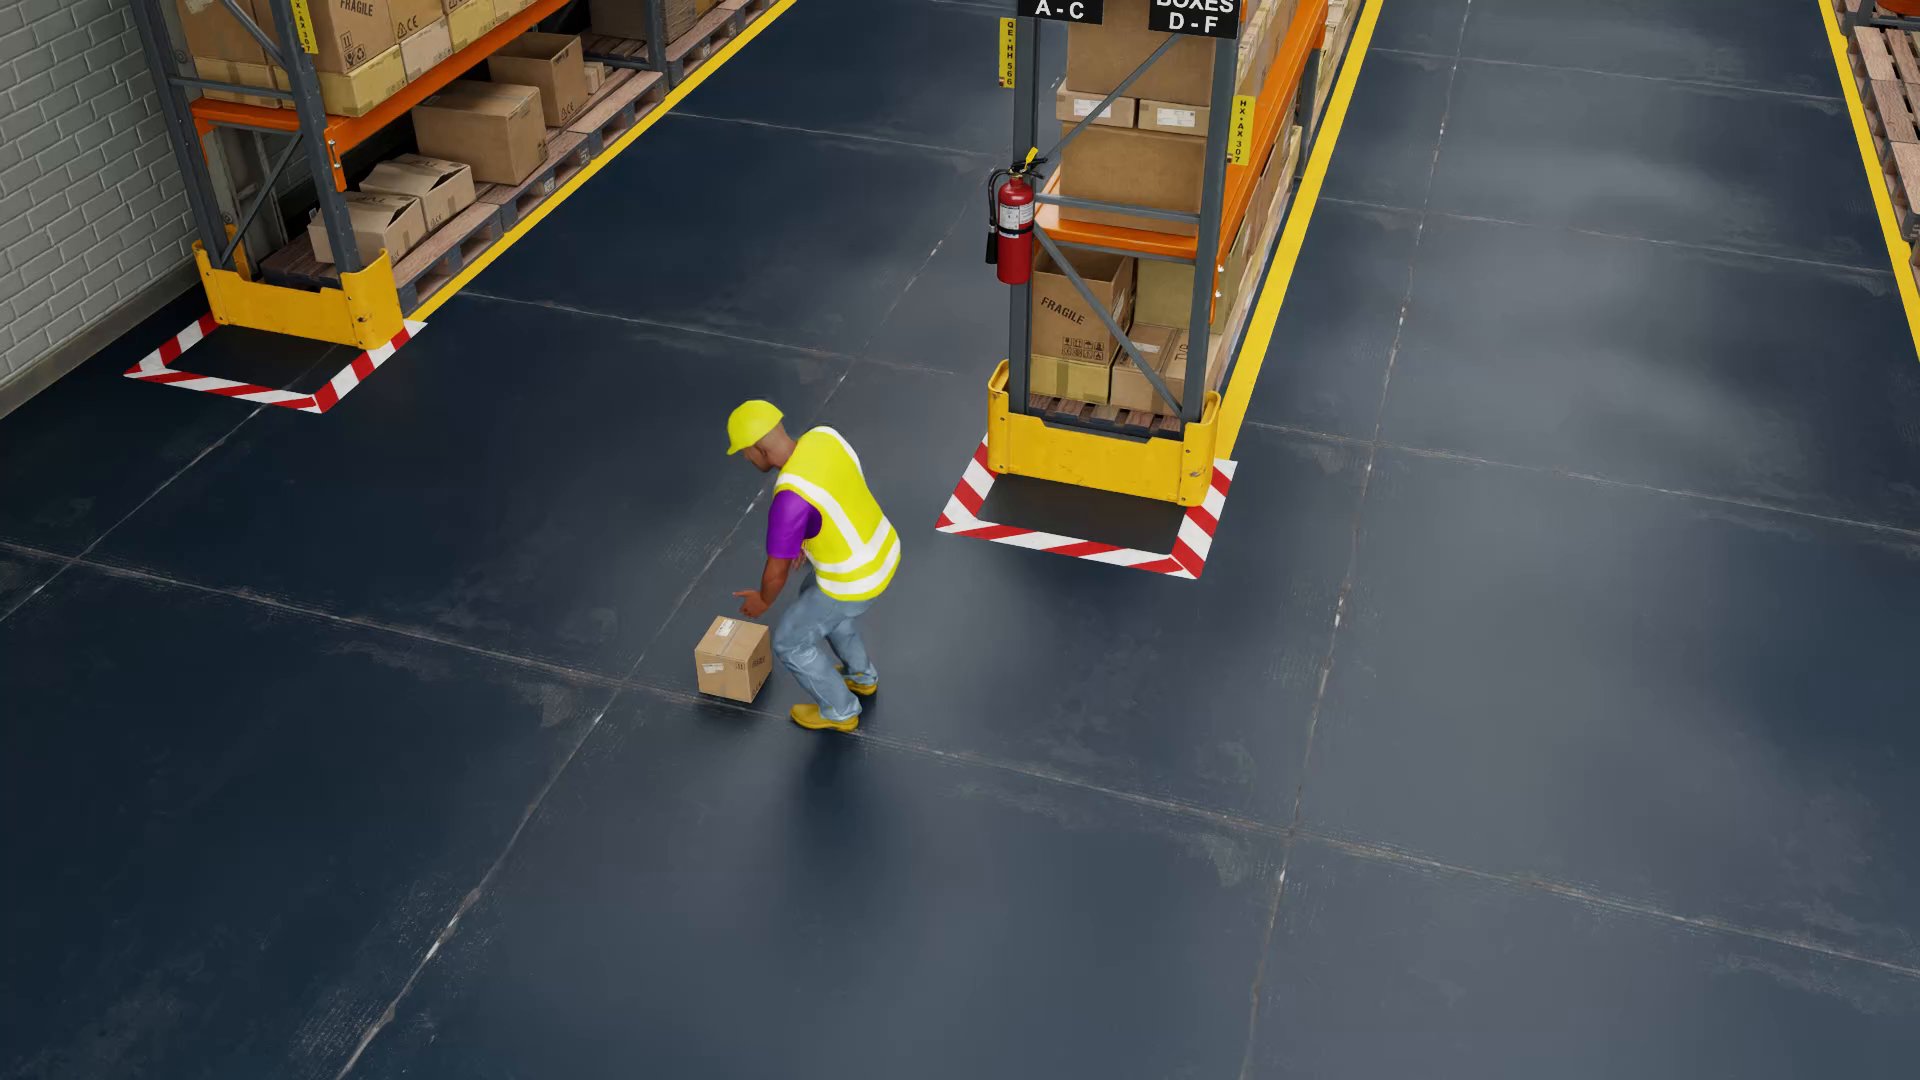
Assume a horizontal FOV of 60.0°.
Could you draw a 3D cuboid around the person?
[{"bbox_3d":[-0.602,0.116,6.904,0.666,1.543,0.625,11,38,14],"label":"person"}]
